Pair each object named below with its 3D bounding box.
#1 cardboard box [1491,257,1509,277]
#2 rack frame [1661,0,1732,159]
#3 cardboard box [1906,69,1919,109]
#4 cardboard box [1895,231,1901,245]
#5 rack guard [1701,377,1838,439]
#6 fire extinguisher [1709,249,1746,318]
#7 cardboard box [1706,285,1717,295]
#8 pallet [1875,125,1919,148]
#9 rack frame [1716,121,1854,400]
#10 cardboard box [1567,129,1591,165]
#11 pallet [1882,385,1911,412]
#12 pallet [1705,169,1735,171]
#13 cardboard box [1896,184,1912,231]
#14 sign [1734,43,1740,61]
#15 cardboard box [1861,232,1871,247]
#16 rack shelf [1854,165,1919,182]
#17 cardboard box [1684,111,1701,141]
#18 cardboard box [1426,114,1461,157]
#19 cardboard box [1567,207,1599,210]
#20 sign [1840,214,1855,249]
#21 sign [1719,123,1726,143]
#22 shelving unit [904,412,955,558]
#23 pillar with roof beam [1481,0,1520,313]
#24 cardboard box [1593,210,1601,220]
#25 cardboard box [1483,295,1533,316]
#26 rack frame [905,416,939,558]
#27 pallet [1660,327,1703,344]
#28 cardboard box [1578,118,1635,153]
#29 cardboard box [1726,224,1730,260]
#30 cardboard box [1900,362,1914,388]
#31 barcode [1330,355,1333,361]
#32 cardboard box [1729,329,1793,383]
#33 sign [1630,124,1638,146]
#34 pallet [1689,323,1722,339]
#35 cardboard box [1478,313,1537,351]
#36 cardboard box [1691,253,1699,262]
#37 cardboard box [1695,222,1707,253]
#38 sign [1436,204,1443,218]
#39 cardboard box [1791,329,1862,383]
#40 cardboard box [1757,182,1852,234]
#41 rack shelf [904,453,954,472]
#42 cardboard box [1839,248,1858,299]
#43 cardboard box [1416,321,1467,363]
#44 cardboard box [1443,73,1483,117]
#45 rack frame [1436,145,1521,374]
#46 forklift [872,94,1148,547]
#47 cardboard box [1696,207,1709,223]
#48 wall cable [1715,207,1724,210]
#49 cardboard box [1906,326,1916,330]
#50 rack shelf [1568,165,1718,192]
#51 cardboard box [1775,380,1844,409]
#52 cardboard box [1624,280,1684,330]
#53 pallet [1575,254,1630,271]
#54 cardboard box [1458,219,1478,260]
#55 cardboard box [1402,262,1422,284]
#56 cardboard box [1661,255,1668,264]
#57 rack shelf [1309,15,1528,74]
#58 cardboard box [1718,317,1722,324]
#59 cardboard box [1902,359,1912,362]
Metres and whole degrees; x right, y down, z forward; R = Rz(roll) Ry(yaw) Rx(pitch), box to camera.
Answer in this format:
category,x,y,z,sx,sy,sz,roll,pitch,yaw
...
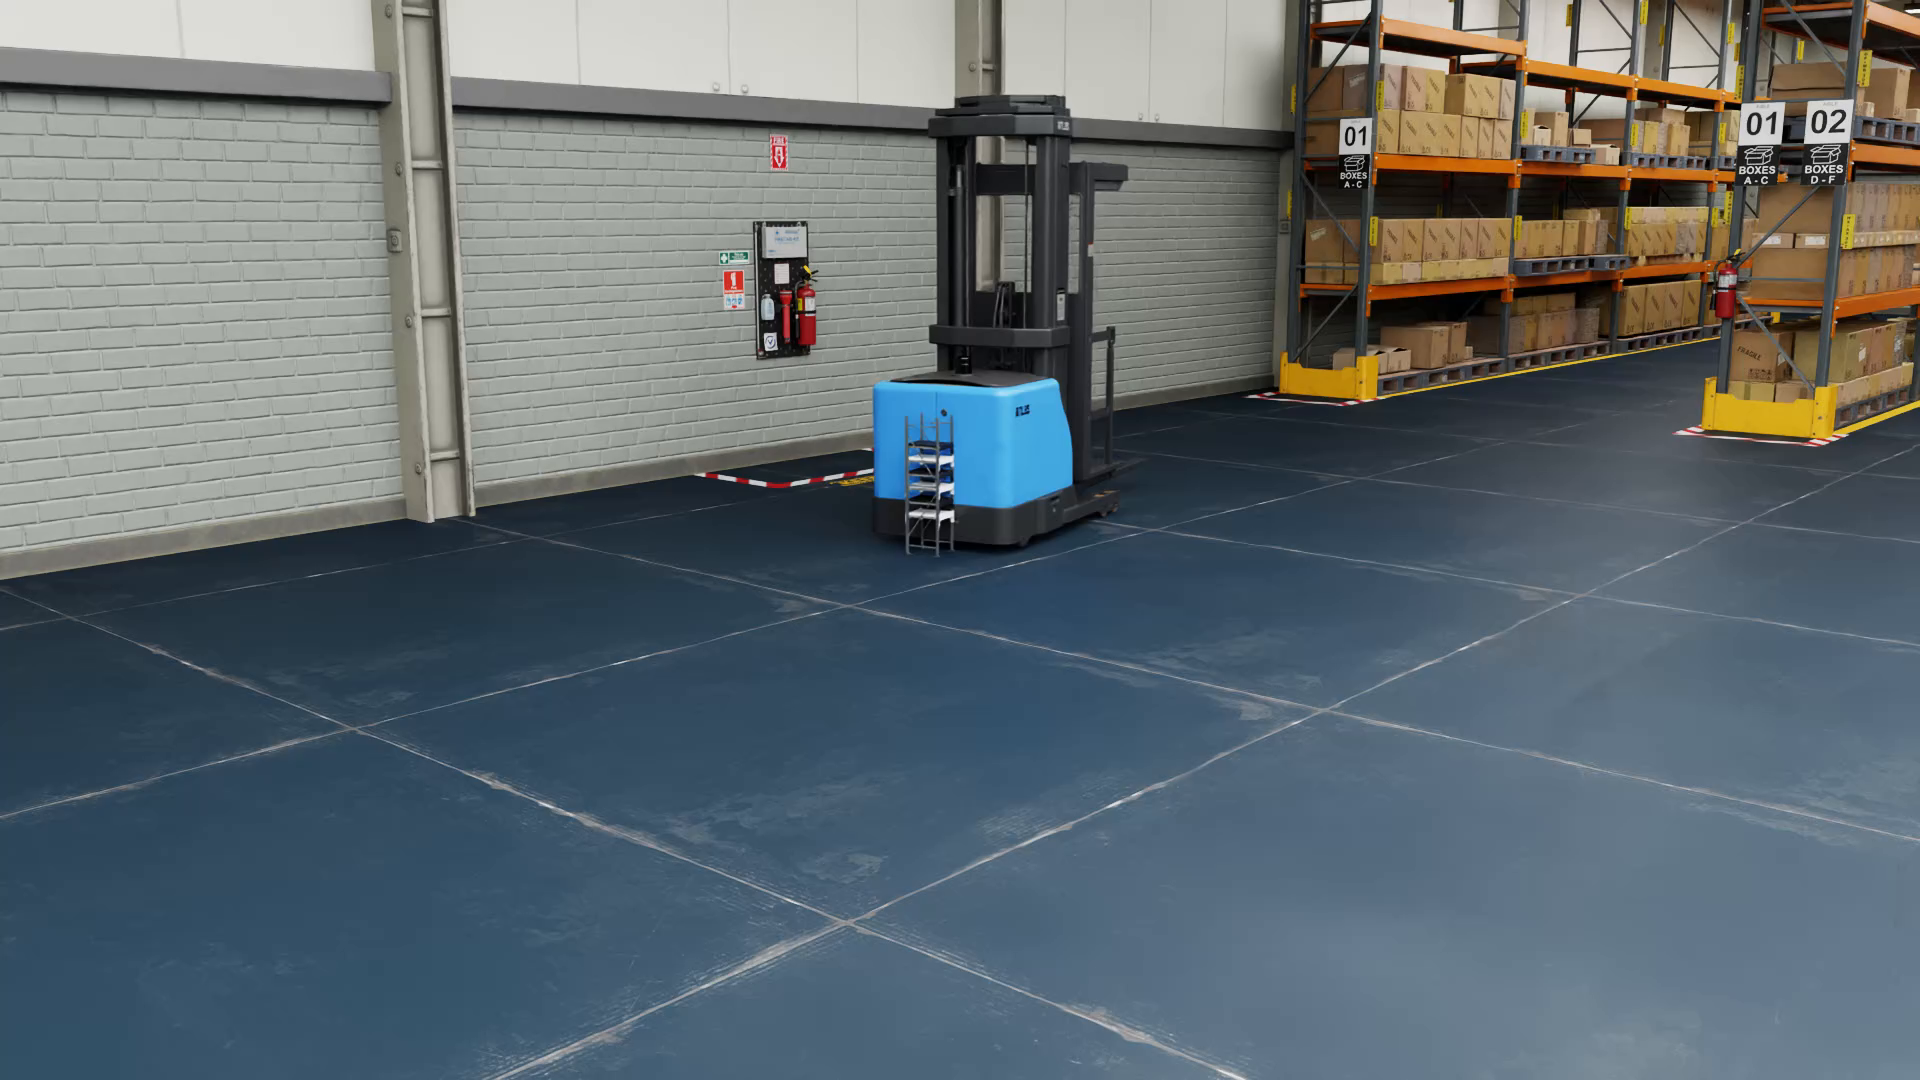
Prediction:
category,x,y,z,sx,sy,sz,roll,pitch,yaw
cardboard box,6.895,-3.609,21.952,0.500,0.250,0.500,10,15,40
rack frame,12.261,-7.900,27.789,1.000,3.000,0.127,10,15,40
cardboard box,11.141,-5.198,19.315,0.500,0.500,0.500,10,15,41
cardboard box,10.012,-3.291,18.119,0.380,0.149,0.250,10,15,40
rack guard,8.048,-1.323,16.561,1.175,0.500,0.348,10,15,40
fire extinguisher,7.637,-2.557,16.555,0.296,0.674,0.183,10,15,40
cardboard box,13.195,-4.380,29.136,0.380,0.149,0.250,10,15,42
pallet,10.160,-4.440,18.350,1.003,0.211,1.213,10,15,40
rack frame,8.064,-2.553,16.334,1.000,3.000,0.127,10,15,40
cardboard box,8.696,-5.722,24.230,0.637,0.503,0.797,-10,15,-40
pallet,10.148,-1.662,18.994,1.003,0.211,1.213,10,15,40
pallet,13.615,-6.683,29.582,1.003,0.211,1.213,10,15,40
cardboard box,10.083,-3.686,18.439,0.700,0.500,0.500,10,15,40
sign,14.489,-9.097,30.993,0.100,0.325,0.005,10,15,40
cardboard box,9.165,-3.102,17.171,0.380,0.149,0.250,9,14,38
rack shelf,12.024,-4.554,20.530,1.077,0.370,4.000,10,15,40
cardboard box,12.547,-7.111,28.639,0.500,0.500,0.500,10,15,40
cardboard box,5.807,-4.972,20.482,0.500,0.500,0.500,11,16,44
cardboard box,9.725,-5.042,25.818,0.500,0.250,0.500,10,15,42
sign,8.476,-2.943,15.877,0.100,0.325,0.005,10,15,40
sign,12.675,-6.768,27.658,0.100,0.325,0.005,10,15,40
shelving unit,-0.195,-0.356,10.694,0.258,0.900,0.210,6,13,26
pillar with roof beam,11.347,-6.676,21.658,9.100,9.000,0.400,10,15,40
cardboard box,9.416,-4.898,25.040,0.380,0.149,0.250,7,14,33
cardboard box,7.742,-3.315,23.492,0.500,0.250,0.500,9,15,39
rack frame,-0.241,-0.338,10.605,0.240,0.900,0.006,6,13,26
pallet,11.809,-3.467,28.033,1.003,0.211,1.213,10,15,40
cardboard box,9.892,-6.183,25.471,0.700,0.500,0.500,8,14,36
cardboard box,13.118,-5.290,29.271,0.980,0.700,0.700,9,15,39
cardboard box,10.562,-1.902,19.025,0.500,0.250,0.500,10,15,40
barcode,4.576,-2.239,20.480,0.001,0.075,0.075,10,15,40
cardboard box,8.194,-1.895,17.076,0.500,0.500,0.500,10,15,40
sign,10.027,-6.024,24.733,0.100,0.325,0.005,10,15,40
pallet,12.822,-3.692,29.159,1.003,0.211,1.213,10,15,40
cardboard box,7.757,-2.964,23.652,0.700,0.500,0.500,9,15,39
cardboard box,12.102,-4.718,27.766,0.380,0.149,0.250,10,15,41
cardboard box,12.146,-5.062,27.833,0.500,0.500,0.500,9,15,39
sign,6.561,-4.420,22.727,0.100,0.325,0.005,10,15,40
cardboard box,8.913,-1.902,17.109,0.500,0.500,0.500,10,15,40
cardboard box,8.416,-3.313,16.571,0.700,0.500,0.500,10,15,41
rack shelf,-0.195,-0.499,10.665,0.258,0.077,0.200,6,13,26
cardboard box,8.724,-2.747,17.049,0.700,0.500,0.500,10,15,42
cardboard box,6.325,-2.613,21.895,0.500,0.500,0.500,8,14,36
cardboard box,6.163,-5.532,20.734,0.500,0.500,0.500,9,14,38
rack frame,6.980,-3.781,22.484,1.000,3.000,0.127,10,15,40
forklift,0.525,-1.637,11.924,1.130,2.935,3.031,6,13,26
cardboard box,12.145,-5.429,27.753,0.500,0.250,0.500,10,15,42
wall cable,15.036,-6.356,32.779,0.084,1.984,1.851,10,15,40
cardboard box,11.839,-2.452,20.344,0.500,0.311,0.500,9,14,38
rack shelf,10.941,-5.782,26.680,1.077,0.370,4.000,10,15,40
cardboard box,8.585,-1.460,16.813,0.500,0.250,0.500,10,15,40
cardboard box,11.345,-3.866,27.327,0.750,0.750,0.750,10,15,42
pallet,9.230,-4.157,24.855,1.213,0.211,1.003,10,15,40
cardboard box,6.235,-3.829,21.139,0.500,0.500,0.500,9,15,39
cardboard box,5.233,-3.238,20.096,0.500,0.250,0.500,9,15,39
cardboard box,11.195,-4.540,26.872,0.380,0.149,0.250,10,15,42
rack shelf,5.660,-6.074,20.494,1.077,0.370,4.000,10,15,40
cardboard box,13.166,-4.109,29.433,0.700,0.500,0.500,10,15,40
cardboard box,11.156,-2.026,19.645,0.500,0.250,0.500,9,15,39
